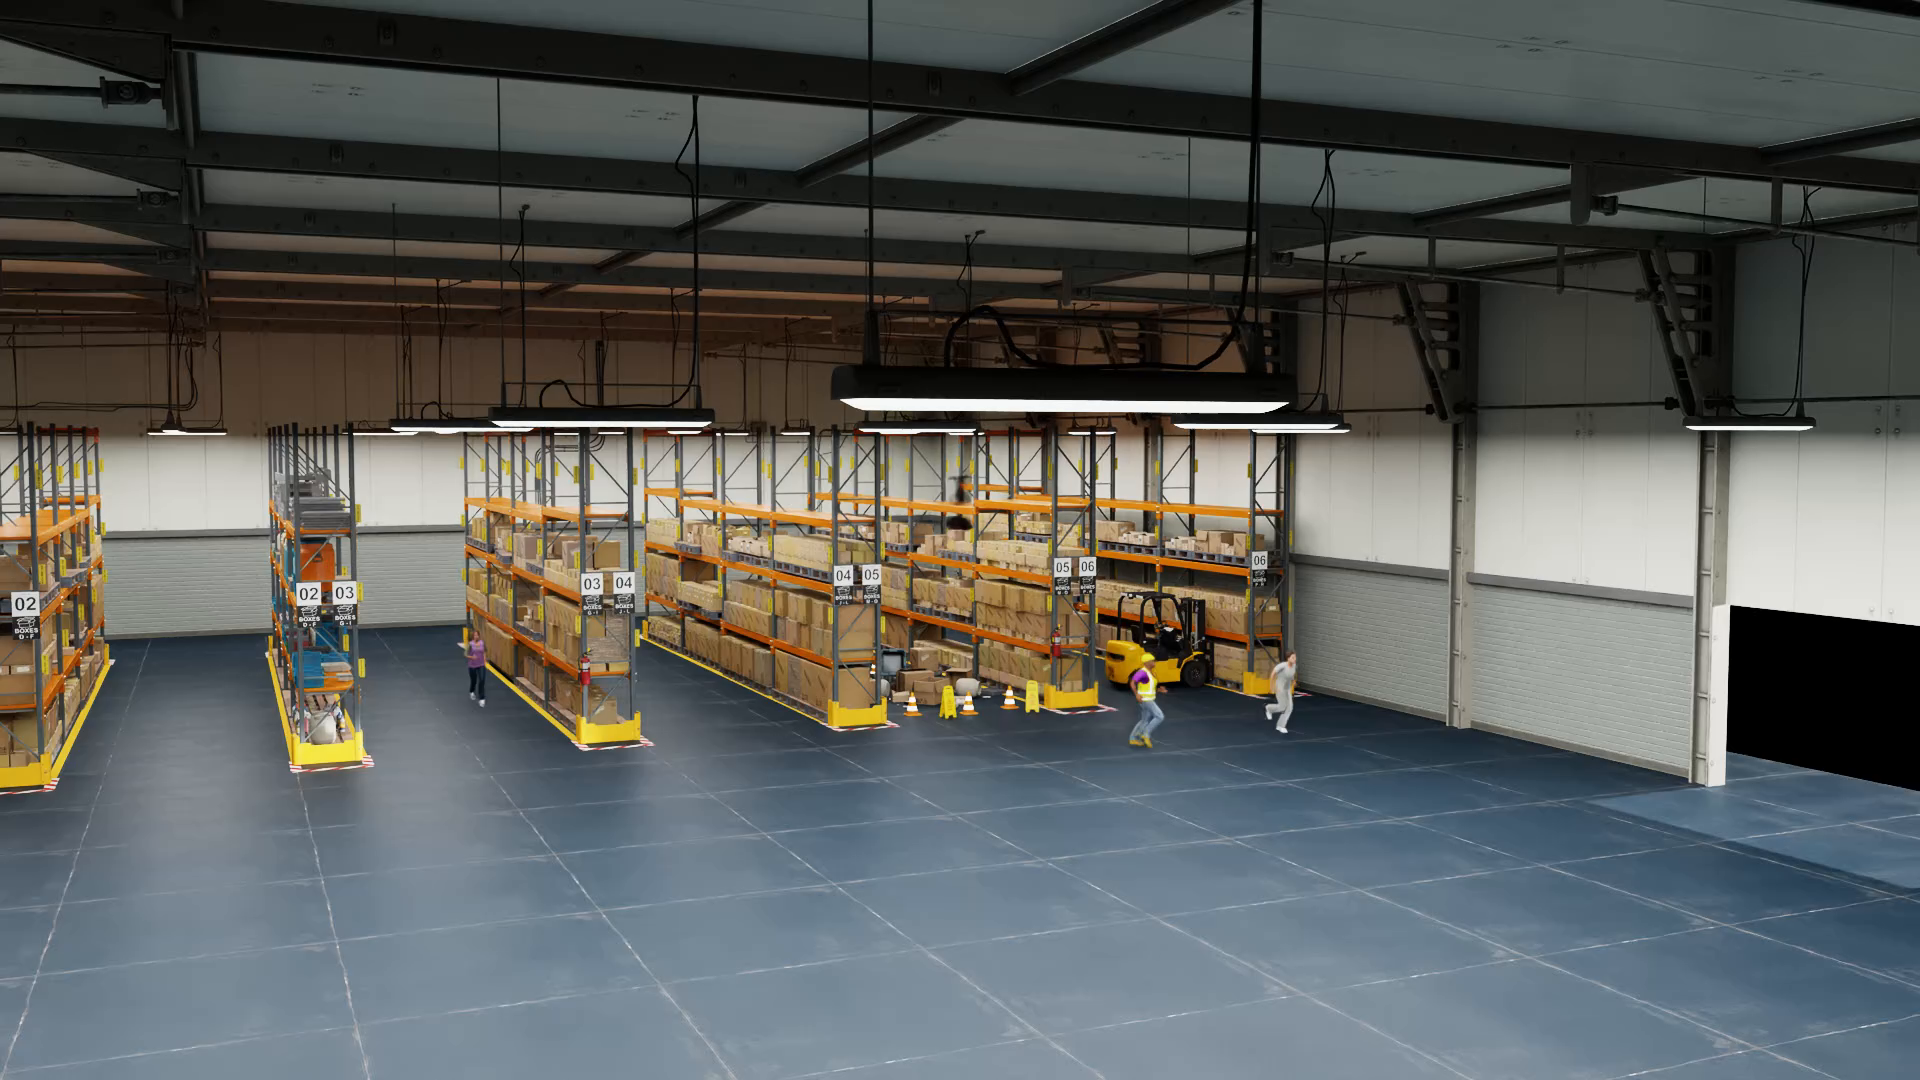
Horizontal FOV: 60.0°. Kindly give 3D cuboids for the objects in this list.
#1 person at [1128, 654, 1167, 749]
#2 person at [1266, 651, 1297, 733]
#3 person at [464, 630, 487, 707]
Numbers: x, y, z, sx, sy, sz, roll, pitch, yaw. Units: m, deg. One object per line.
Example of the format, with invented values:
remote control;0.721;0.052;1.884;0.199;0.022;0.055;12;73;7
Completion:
person;3.465;2.968;30.762;0.710;1.738;0.694;1;4;16
person;6.303;2.953;32.616;0.557;1.605;0.743;-3;4;-38
person;-10.383;2.732;35.694;0.536;1.609;0.875;-2;4;-28
